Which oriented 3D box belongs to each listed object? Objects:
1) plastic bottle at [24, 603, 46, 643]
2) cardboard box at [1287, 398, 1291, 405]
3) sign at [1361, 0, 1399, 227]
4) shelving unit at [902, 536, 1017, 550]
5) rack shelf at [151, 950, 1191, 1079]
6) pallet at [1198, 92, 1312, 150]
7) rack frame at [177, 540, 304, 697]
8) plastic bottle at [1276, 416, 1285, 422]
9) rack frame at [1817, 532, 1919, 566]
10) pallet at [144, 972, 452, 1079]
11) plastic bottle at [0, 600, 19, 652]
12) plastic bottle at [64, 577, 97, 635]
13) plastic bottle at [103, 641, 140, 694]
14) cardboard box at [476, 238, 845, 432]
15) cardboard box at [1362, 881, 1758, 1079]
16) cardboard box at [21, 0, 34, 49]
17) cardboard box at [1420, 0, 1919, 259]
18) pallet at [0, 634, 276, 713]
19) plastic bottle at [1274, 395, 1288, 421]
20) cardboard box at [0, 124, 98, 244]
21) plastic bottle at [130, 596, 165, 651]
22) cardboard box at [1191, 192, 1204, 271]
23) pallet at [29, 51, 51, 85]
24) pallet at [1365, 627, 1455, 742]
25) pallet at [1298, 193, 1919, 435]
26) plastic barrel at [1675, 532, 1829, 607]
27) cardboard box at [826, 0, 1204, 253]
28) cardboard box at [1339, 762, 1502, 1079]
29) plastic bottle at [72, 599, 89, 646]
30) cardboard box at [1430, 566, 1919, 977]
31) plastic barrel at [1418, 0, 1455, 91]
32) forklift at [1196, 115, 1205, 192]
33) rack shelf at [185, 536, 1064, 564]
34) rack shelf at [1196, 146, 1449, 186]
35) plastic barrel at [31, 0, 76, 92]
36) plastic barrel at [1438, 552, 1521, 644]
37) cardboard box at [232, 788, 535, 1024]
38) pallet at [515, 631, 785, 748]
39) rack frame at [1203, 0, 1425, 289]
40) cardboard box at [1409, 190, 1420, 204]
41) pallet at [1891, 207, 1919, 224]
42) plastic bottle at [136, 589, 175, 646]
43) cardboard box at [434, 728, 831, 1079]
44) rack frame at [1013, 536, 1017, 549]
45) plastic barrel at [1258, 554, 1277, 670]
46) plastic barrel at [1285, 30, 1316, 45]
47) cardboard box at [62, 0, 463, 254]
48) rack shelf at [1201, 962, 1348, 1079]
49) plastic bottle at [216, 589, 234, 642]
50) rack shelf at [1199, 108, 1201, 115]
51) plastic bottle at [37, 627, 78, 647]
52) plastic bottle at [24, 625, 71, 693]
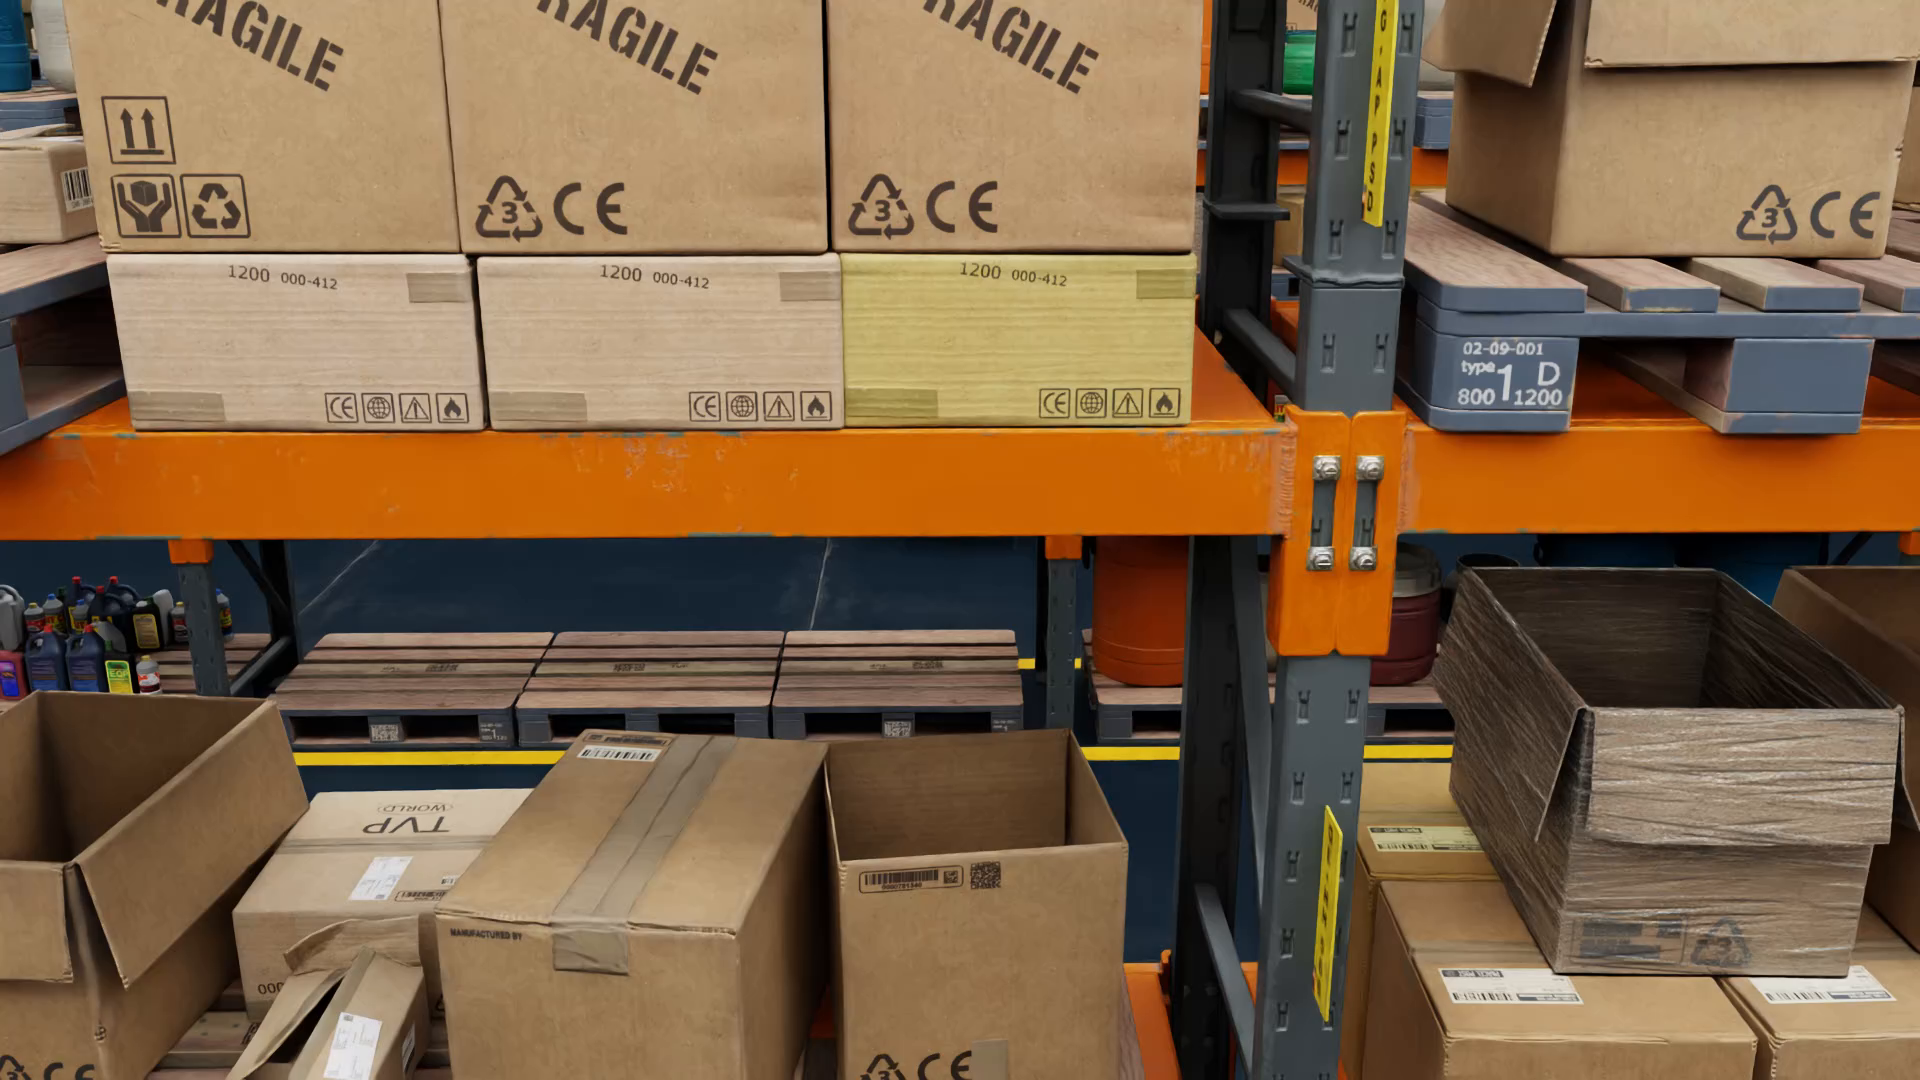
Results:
[{"bbox_3d":[-4.815,0.427,8.666,0.097,0.201,0.097,0,18,0],"label":"plastic bottle"},{"bbox_3d":[2.402,-1.044,12.762,0.500,0.500,0.500,-1,18,-3],"label":"cardboard box"},{"bbox_3d":[0.555,-0.583,2.198,0.005,0.325,0.100,0,18,-1],"label":"sign"},{"bbox_3d":[-0.007,-0.714,10.818,0.755,1.500,0.431,0,18,-1],"label":"shelving unit"},{"bbox_3d":[-1.451,1.278,3.332,4.000,0.370,1.077,0,18,-1],"label":"rack shelf"},{"bbox_3d":[1.236,-1.900,7.457,1.213,0.211,1.003,0,18,-1],"label":"pallet"},{"bbox_3d":[-3.529,-0.568,7.908,0.127,3.000,1.000,0,18,-1],"label":"rack frame"},{"bbox_3d":[1.486,-0.442,7.727,0.097,0.271,0.097,0,18,0],"label":"plastic bottle"},{"bbox_3d":[4.470,-0.607,8.028,0.127,3.000,1.000,0,18,-1],"label":"rack frame"},{"bbox_3d":[-1.430,1.039,3.213,1.213,0.211,1.003,0,18,-1],"label":"pallet"},{"bbox_3d":[-4.929,0.445,8.490,0.135,0.276,0.152,0,18,-1],"label":"plastic bottle"},{"bbox_3d":[-4.532,0.362,8.625,0.185,0.351,0.144,-1,18,-3],"label":"plastic bottle"},{"bbox_3d":[-4.005,0.619,7.934,0.133,0.283,0.061,1,18,2],"label":"plastic bottle"},{"bbox_3d":[-0.419,-0.348,2.556,0.500,0.250,0.500,0,18,-1],"label":"cardboard box"},{"bbox_3d":[1.039,0.958,2.985,0.500,0.500,0.500,0,18,1],"label":"cardboard box"},{"bbox_3d":[-7.029,-3.807,12.009,0.637,0.503,0.797,1,18,3],"label":"cardboard box"},{"bbox_3d":[1.157,-0.777,2.792,0.637,0.503,0.797,1,18,2],"label":"cardboard box"},{"bbox_3d":[-4.202,0.750,8.363,1.213,0.211,1.003,0,18,-1],"label":"pallet"},{"bbox_3d":[1.604,-0.656,8.394,0.097,0.271,0.097,0,18,0],"label":"plastic bottle"},{"bbox_3d":[-1.578,-0.612,2.829,0.250,0.166,0.380,-1,18,-2],"label":"cardboard box"},{"bbox_3d":[-4.175,0.426,8.536,0.133,0.283,0.061,0,18,-1],"label":"plastic bottle"},{"bbox_3d":[1.941,-2.331,12.553,0.500,0.500,0.700,3,18,10],"label":"cardboard box"},{"bbox_3d":[-6.896,-3.443,12.105,1.213,0.211,1.003,0,18,-1],"label":"pallet"},{"bbox_3d":[2.475,0.719,8.461,1.213,0.211,1.003,0,18,-1],"label":"pallet"},{"bbox_3d":[1.191,-0.432,2.883,1.003,0.211,1.213,1,18,2],"label":"pallet"},{"bbox_3d":[3.925,0.190,8.292,0.708,0.901,0.600,0,18,-1],"label":"plastic barrel"},{"bbox_3d":[0.075,-0.710,2.457,0.500,0.500,0.500,0,18,1],"label":"cardboard box"},{"bbox_3d":[1.038,0.800,3.480,0.500,0.500,0.500,0,18,1],"label":"cardboard box"},{"bbox_3d":[-4.486,0.436,8.523,0.097,0.271,0.097,0,18,0],"label":"plastic bottle"},{"bbox_3d":[1.280,0.401,3.079,0.637,0.503,0.797,0,18,1],"label":"cardboard box"},{"bbox_3d":[2.240,-2.335,7.595,0.433,0.535,0.433,0,18,0],"label":"plastic barrel"},{"bbox_3d":[1.943,-2.956,15.463,1.130,2.935,3.031,7,19,20],"label":"forklift"},{"bbox_3d":[-1.530,-0.235,8.048,4.000,0.370,1.077,0,18,-1],"label":"rack shelf"},{"bbox_3d":[2.470,-1.683,7.650,4.000,0.370,1.077,0,18,-1],"label":"rack shelf"},{"bbox_3d":[-3.963,-2.308,7.549,0.421,0.512,0.421,0,18,0],"label":"plastic barrel"},{"bbox_3d":[2.651,0.354,8.418,0.421,0.512,0.421,0,18,0],"label":"plastic barrel"},{"bbox_3d":[-1.131,0.735,3.405,0.500,0.250,0.500,-1,18,-2],"label":"cardboard box"},{"bbox_3d":[-1.522,0.737,8.404,1.213,0.211,1.003,0,18,-1],"label":"pallet"},{"bbox_3d":[0.548,-1.931,2.336,0.127,3.000,1.000,0,18,-1],"label":"rack frame"},{"bbox_3d":[3.231,-2.410,12.800,0.500,0.500,0.700,3,18,8],"label":"cardboard box"},{"bbox_3d":[2.309,-0.439,2.903,1.213,0.211,1.003,1,18,2],"label":"pallet"},{"bbox_3d":[-4.178,0.397,8.638,0.135,0.276,0.152,0,18,1],"label":"plastic bottle"},{"bbox_3d":[-0.548,0.726,3.023,0.500,0.500,0.700,2,18,7],"label":"cardboard box"},{"bbox_3d":[0.359,-0.716,10.824,0.023,1.500,0.400,0,18,-1],"label":"rack frame"},{"bbox_3d":[1.522,0.360,8.401,0.421,0.512,0.421,0,18,0],"label":"plastic barrel"},{"bbox_3d":[1.540,-2.200,7.622,0.301,0.262,0.301,0,18,0],"label":"plastic barrel"},{"bbox_3d":[-0.933,-0.706,2.446,0.500,0.500,0.500,0,18,0],"label":"cardboard box"},{"bbox_3d":[2.548,1.258,3.392,4.000,0.370,1.077,0,18,-1],"label":"rack shelf"},{"bbox_3d":[-3.855,0.389,8.670,0.097,0.271,0.097,0,18,0],"label":"plastic bottle"},{"bbox_3d":[2.395,-3.196,12.366,4.000,0.370,1.077,0,18,-1],"label":"rack shelf"},{"bbox_3d":[-4.388,0.566,8.110,0.135,0.276,0.152,0,18,-1],"label":"plastic bottle"},{"bbox_3d":[-4.361,0.576,7.958,0.185,0.351,0.144,-1,18,-4],"label":"plastic bottle"}]
